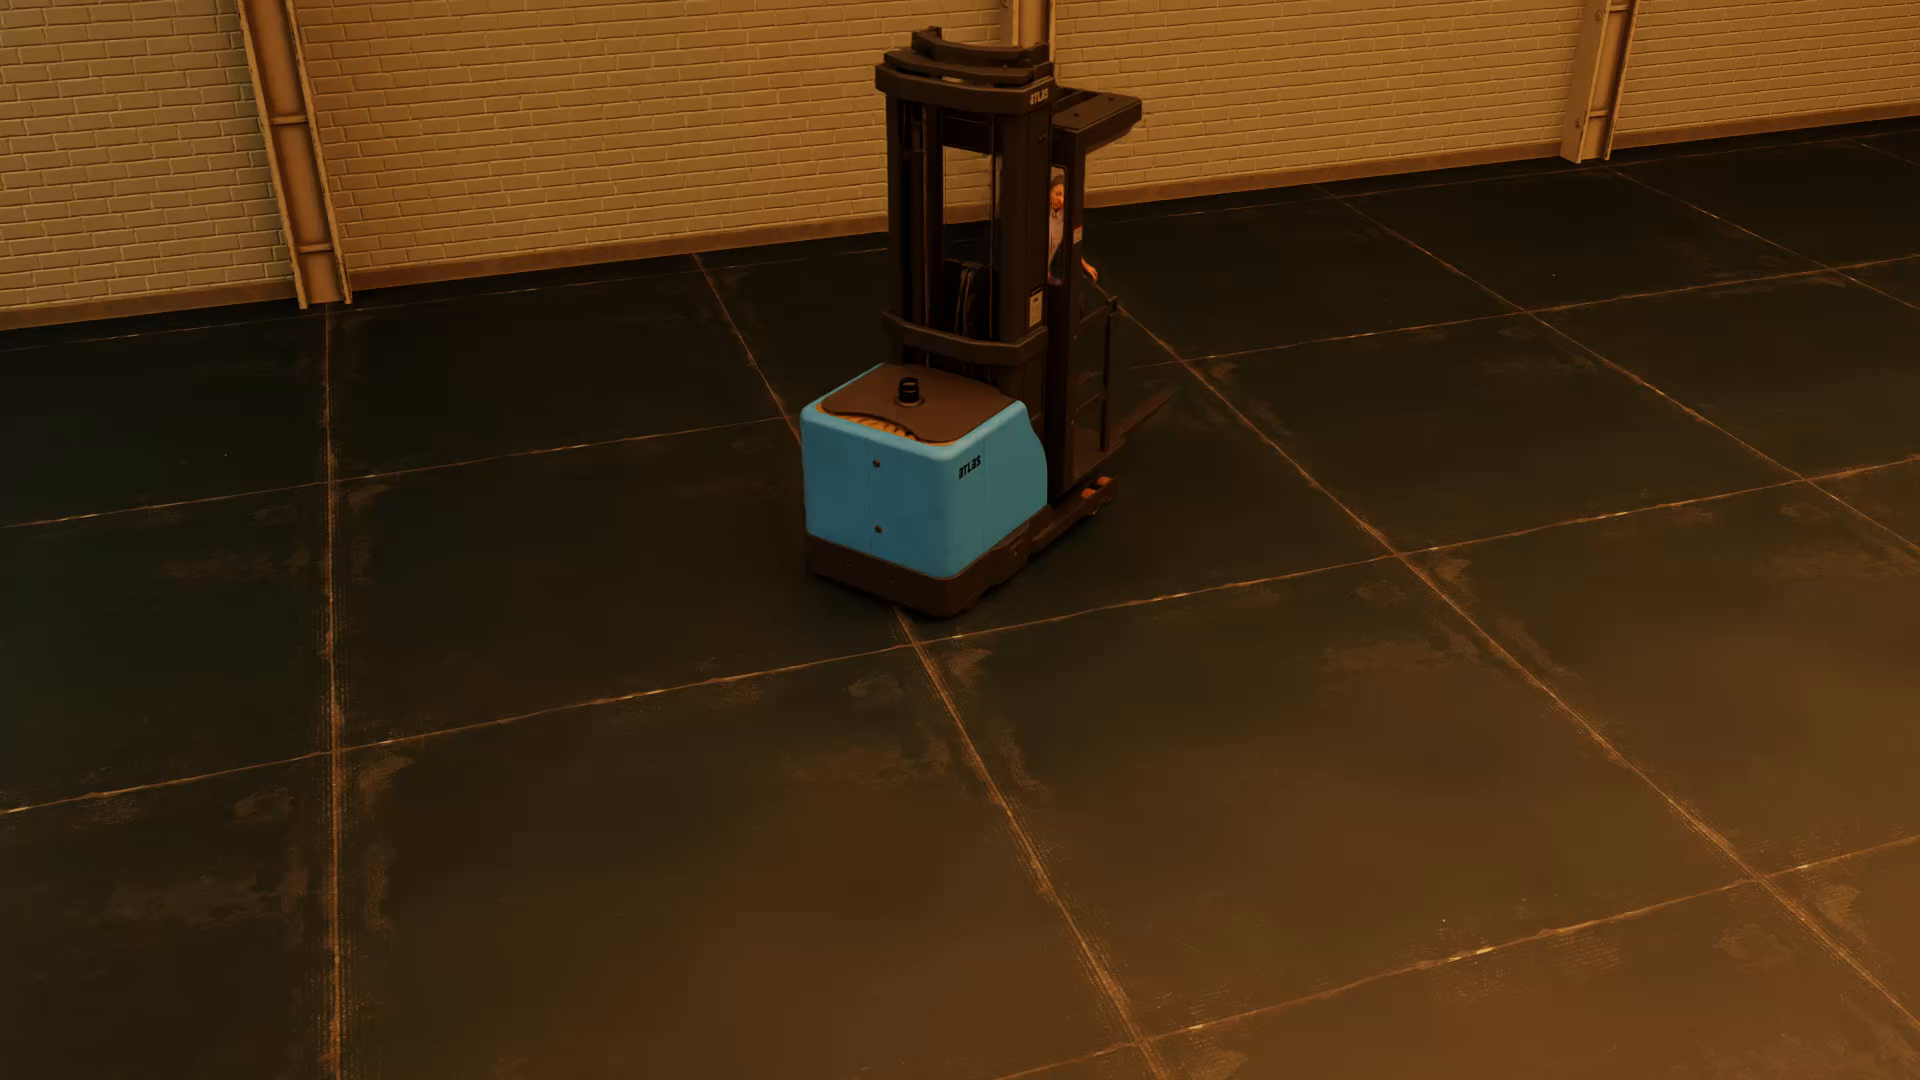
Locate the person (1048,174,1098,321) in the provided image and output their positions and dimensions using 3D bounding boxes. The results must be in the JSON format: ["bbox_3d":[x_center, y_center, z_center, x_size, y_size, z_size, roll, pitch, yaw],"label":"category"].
[{"bbox_3d":[0.656,-1.924,12.020,0.645,1.438,0.854,5,30,8],"label":"person"}]

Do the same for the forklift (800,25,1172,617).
[{"bbox_3d":[0.333,-1.540,9.763,1.130,2.935,3.031,18,35,29],"label":"forklift"}]
